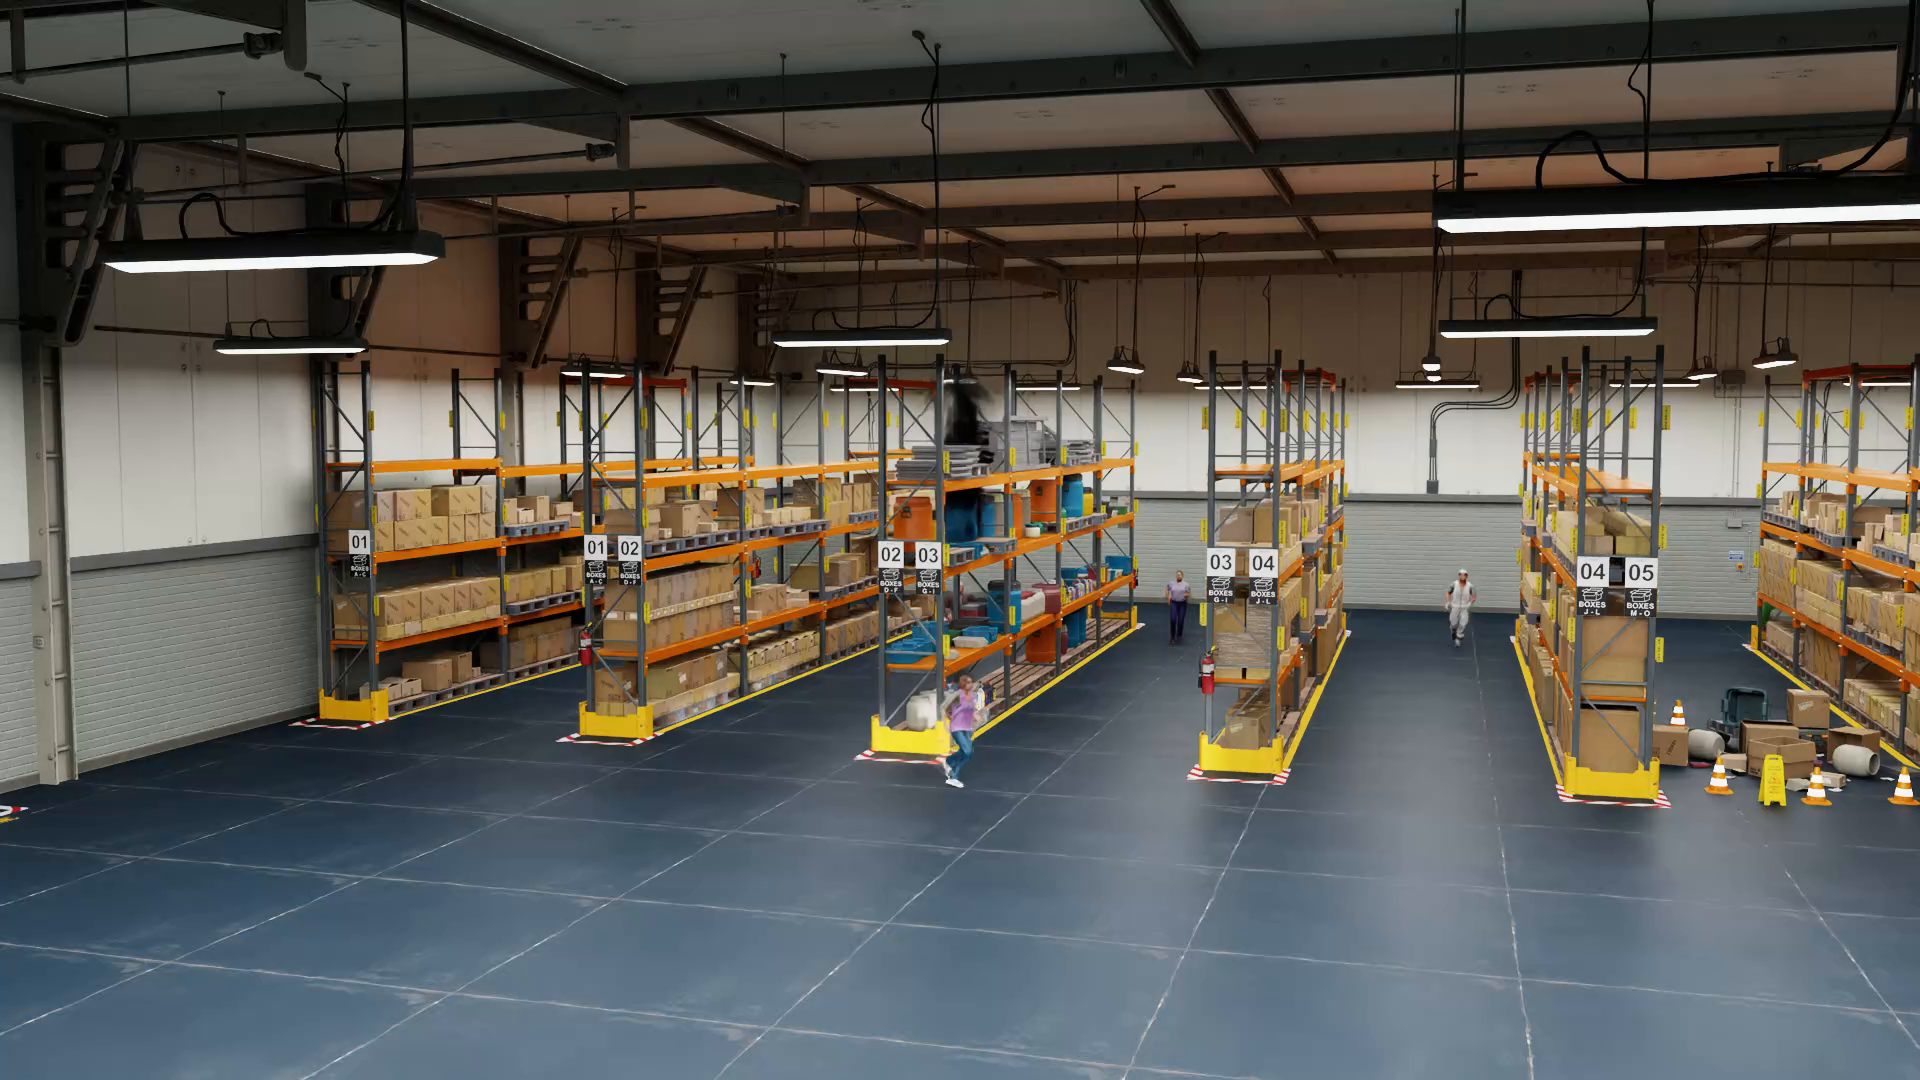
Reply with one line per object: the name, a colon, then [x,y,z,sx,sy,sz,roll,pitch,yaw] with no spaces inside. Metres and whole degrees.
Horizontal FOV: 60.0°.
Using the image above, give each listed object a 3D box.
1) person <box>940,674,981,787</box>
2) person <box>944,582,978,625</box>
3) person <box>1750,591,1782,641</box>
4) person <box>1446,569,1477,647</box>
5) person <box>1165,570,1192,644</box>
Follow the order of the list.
person: [0.040,2.608,22.707,0.561,1.551,0.530,4,6,43]
person: [-0.006,1.727,33.538,0.734,1.773,1.071,1,4,14]
person: [18.393,1.431,37.720,0.863,1.771,0.657,0,4,5]
person: [11.112,1.512,36.886,0.665,1.736,0.608,1,4,19]
person: [4.918,1.529,37.456,0.574,1.680,0.711,0,4,3]
